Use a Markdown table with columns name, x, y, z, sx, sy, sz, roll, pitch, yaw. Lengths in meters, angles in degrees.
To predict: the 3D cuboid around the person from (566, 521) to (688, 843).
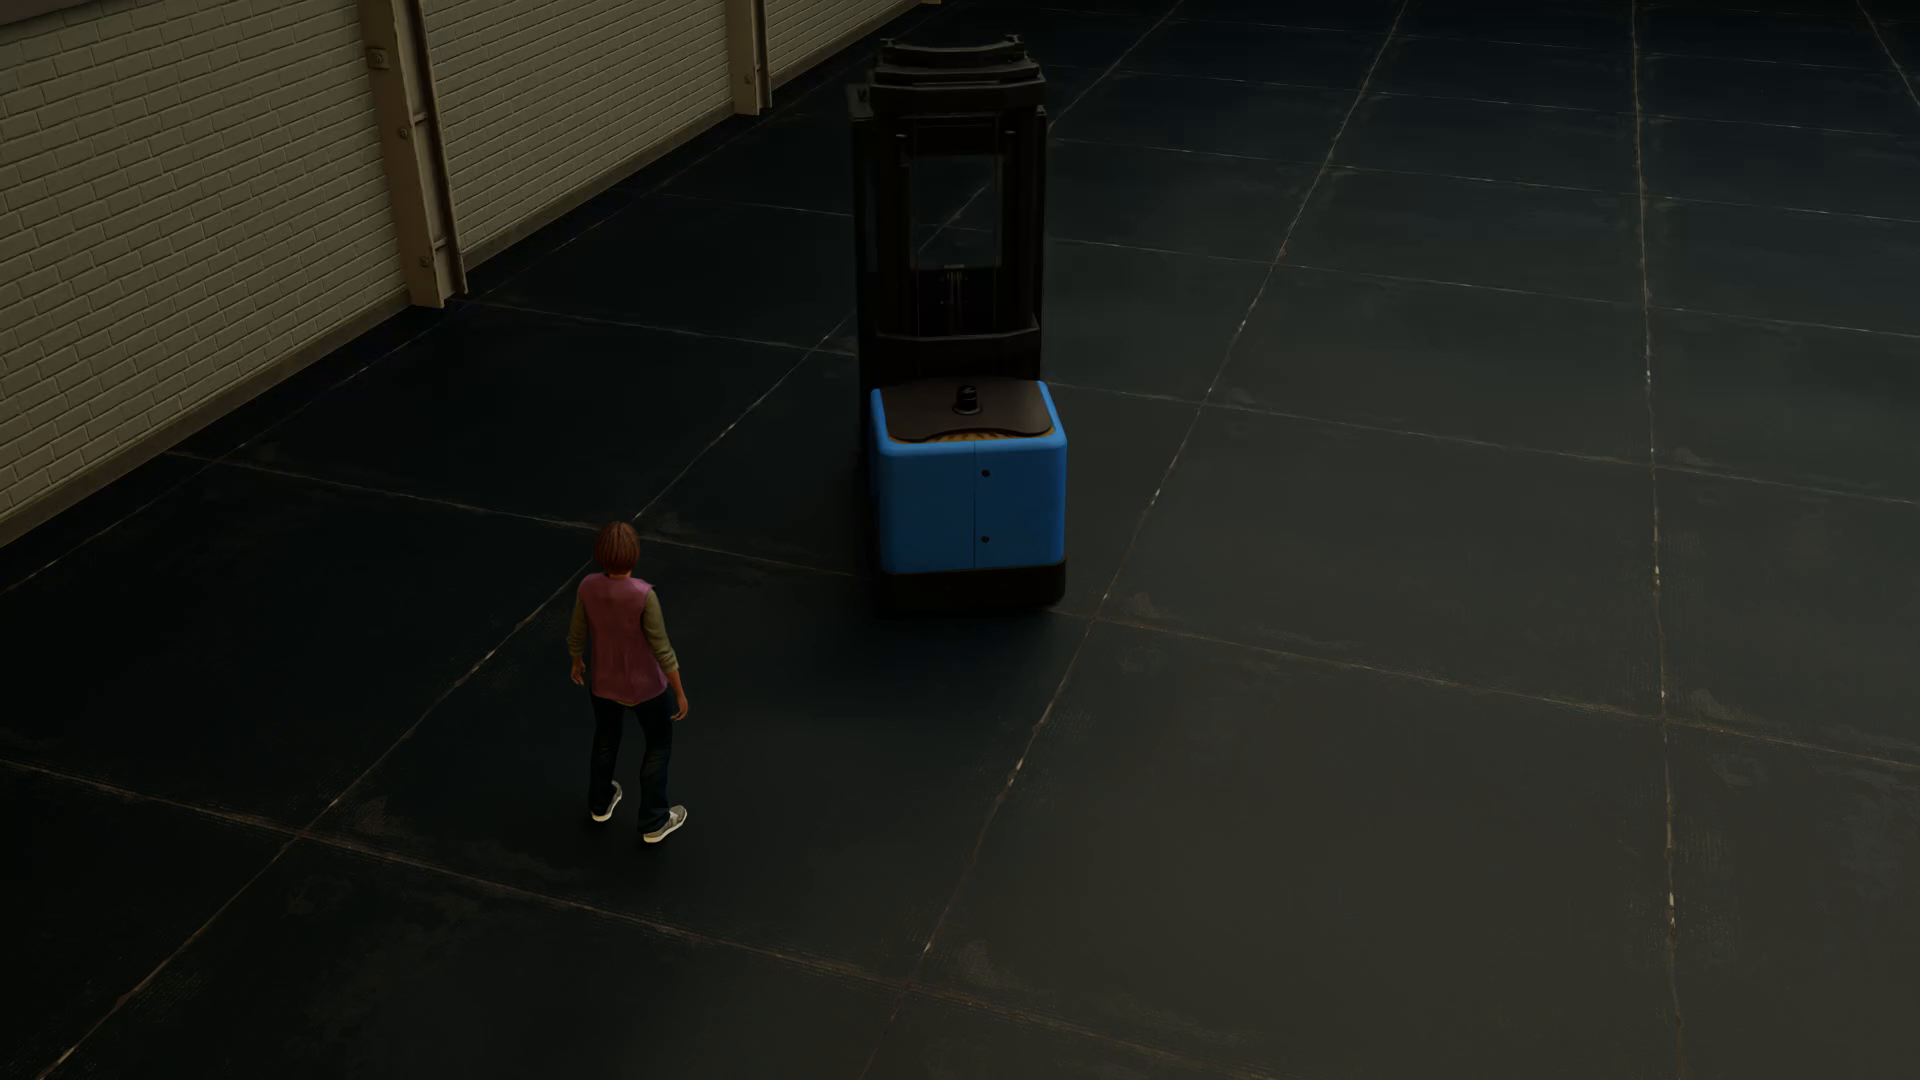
| name | x | y | z | sx | sy | sz | roll | pitch | yaw |
| --- | --- | --- | --- | --- | --- | --- | --- | --- | --- |
| person | -1.468 | 0.627 | 7.399 | 0.595 | 1.583 | 0.362 | 8 | 31 | 14 |

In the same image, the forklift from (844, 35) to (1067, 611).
| name | x | y | z | sx | sy | sz | roll | pitch | yaw |
| --- | --- | --- | --- | --- | --- | --- | --- | --- | --- |
| forklift | -0.092 | -1.582 | 9.912 | 1.130 | 2.935 | 3.031 | -3 | 30 | -6 |
